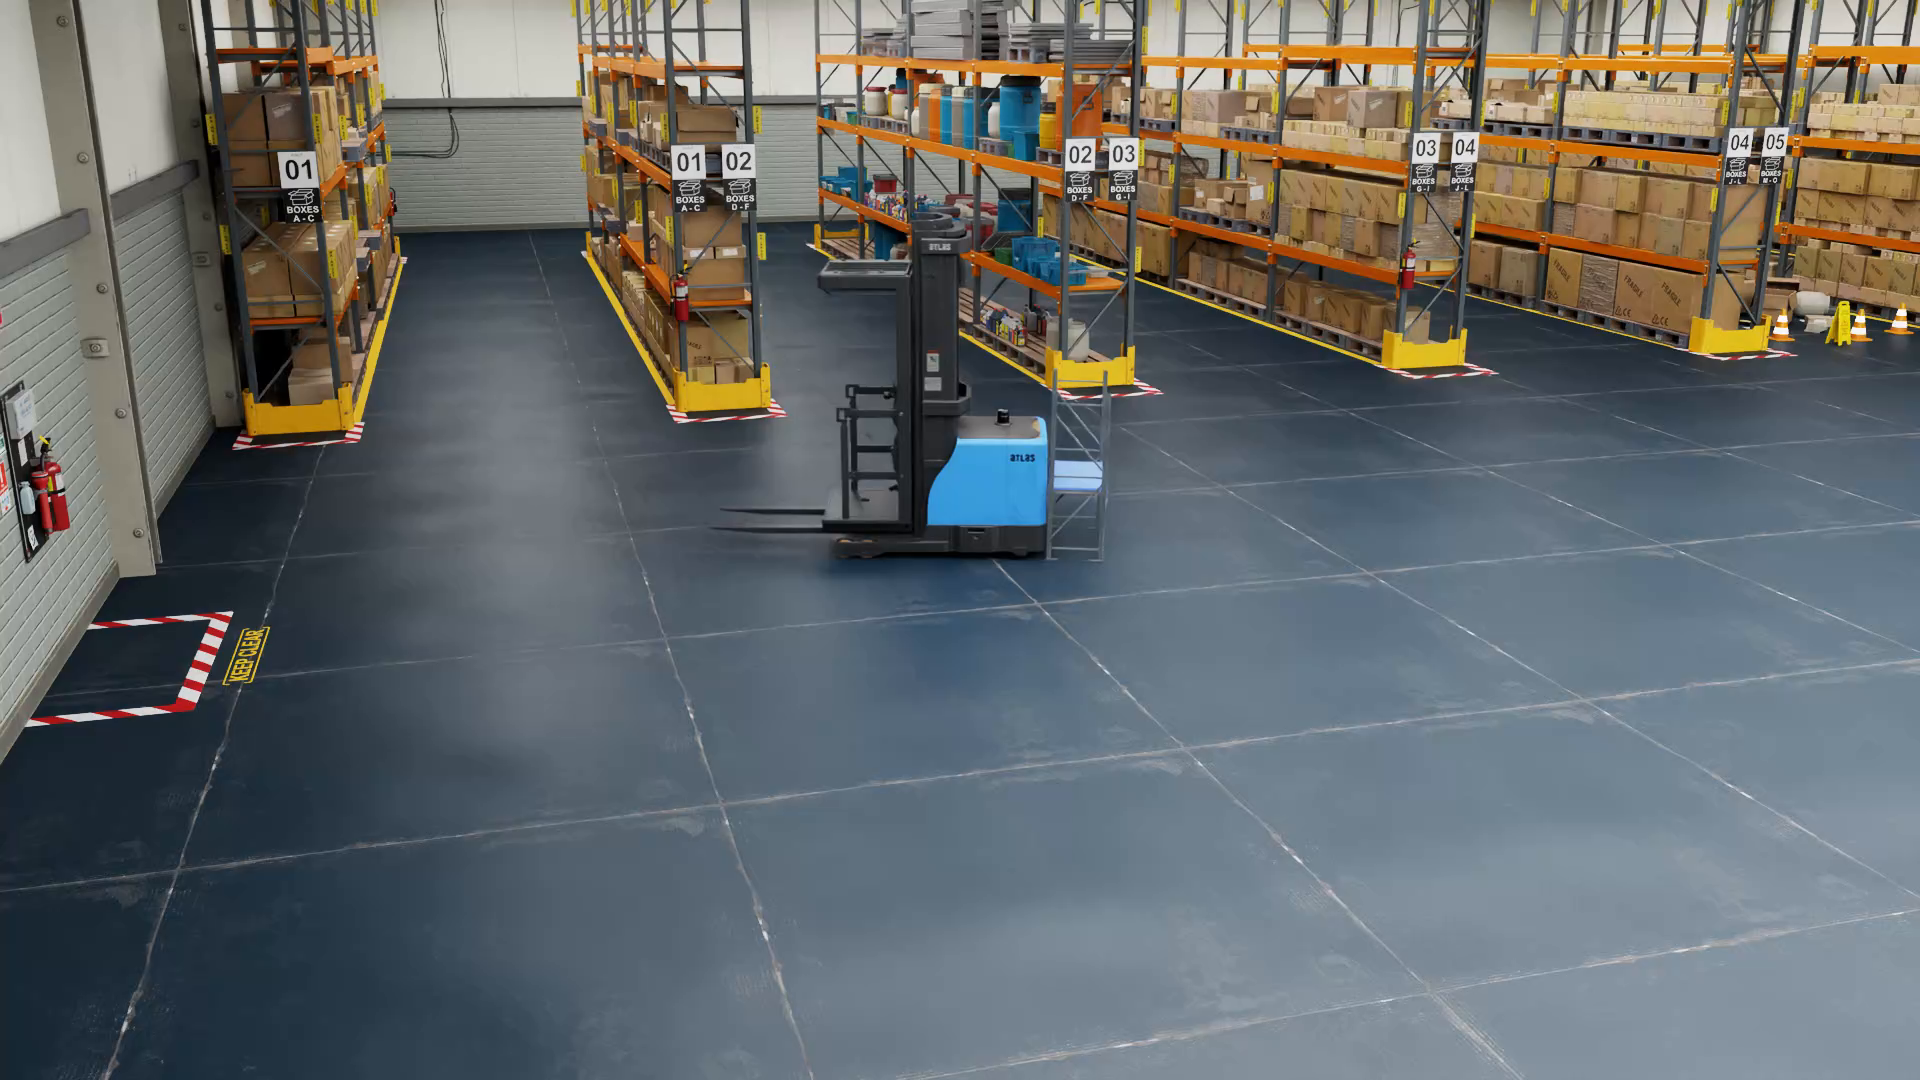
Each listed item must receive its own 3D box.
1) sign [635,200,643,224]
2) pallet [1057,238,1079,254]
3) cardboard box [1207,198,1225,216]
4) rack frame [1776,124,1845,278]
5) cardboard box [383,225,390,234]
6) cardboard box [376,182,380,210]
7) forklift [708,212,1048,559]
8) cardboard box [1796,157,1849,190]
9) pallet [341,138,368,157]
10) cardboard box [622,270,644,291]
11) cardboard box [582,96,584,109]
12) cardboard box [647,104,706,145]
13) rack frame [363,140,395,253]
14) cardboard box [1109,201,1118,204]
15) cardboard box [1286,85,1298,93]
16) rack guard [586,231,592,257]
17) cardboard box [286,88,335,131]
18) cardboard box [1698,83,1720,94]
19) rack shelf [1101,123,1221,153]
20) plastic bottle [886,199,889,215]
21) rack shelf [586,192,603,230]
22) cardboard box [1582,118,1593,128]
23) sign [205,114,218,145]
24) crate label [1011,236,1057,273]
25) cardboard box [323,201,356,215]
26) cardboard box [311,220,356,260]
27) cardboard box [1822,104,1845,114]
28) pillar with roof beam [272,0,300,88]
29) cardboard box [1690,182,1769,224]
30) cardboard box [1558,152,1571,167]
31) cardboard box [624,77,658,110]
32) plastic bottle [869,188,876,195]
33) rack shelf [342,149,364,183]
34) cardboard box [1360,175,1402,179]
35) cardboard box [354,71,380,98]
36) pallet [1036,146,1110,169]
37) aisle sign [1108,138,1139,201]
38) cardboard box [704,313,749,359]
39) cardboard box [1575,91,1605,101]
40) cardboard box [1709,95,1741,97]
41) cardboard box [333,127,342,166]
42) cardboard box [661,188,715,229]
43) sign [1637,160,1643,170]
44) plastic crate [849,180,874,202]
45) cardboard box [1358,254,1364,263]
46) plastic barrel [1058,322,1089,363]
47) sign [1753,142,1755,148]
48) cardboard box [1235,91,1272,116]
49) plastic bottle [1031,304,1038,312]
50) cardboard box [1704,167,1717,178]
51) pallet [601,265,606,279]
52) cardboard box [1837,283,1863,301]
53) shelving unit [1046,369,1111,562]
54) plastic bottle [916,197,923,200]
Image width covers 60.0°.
[{"bbox_3d":[-4.588,-4.685,23.759,0.100,0.325,0.005,-5,17,-15],"label":"sign"},{"bbox_3d":[2.786,-6.429,36.284,1.003,0.211,1.213,-5,17,-15],"label":"pallet"},{"bbox_3d":[4.597,-5.751,28.711,0.500,0.250,0.500,-5,17,-17],"label":"cardboard box"},{"bbox_3d":[14.986,-5.780,29.278,1.000,3.000,0.127,-5,17,-15],"label":"rack frame"},{"bbox_3d":[-11.558,-6.178,33.091,0.380,0.149,0.250,-4,17,-14],"label":"cardboard box"},{"bbox_3d":[-10.660,-6.127,29.707,0.500,0.500,0.500,-5,17,-16],"label":"cardboard box"},{"bbox_3d":[-0.730,-1.390,14.782,3.031,2.935,1.130,0,17,1],"label":"forklift"},{"bbox_3d":[14.898,-6.310,28.615,0.700,0.500,0.500,-5,17,-16],"label":"cardboard box"},{"bbox_3d":[-9.186,-5.634,23.905,1.213,0.211,1.003,-5,17,-15],"label":"pallet"},{"bbox_3d":[-5.306,-4.306,27.444,0.500,0.311,0.500,-4,17,-13],"label":"cardboard box"},{"bbox_3d":[-7.476,-8.975,34.093,0.500,0.250,0.500,-5,17,-15],"label":"cardboard box"},{"bbox_3d":[-3.737,-5.503,21.989,0.797,0.503,0.637,-3,17,-9],"label":"cardboard box"},{"bbox_3d":[-12.128,-7.141,33.809,1.000,3.000,0.127,-5,17,-15],"label":"rack frame"},{"bbox_3d":[3.284,-6.971,33.070,0.500,0.500,0.500,-5,17,-15],"label":"cardboard box"},{"bbox_3d":[7.237,-9.858,36.338,0.380,0.149,0.250,-5,17,-16],"label":"cardboard box"},{"bbox_3d":[-7.346,-6.316,35.406,1.175,0.500,0.348,-5,17,-15],"label":"rack guard"},{"bbox_3d":[-8.118,-5.383,20.796,0.500,0.500,0.500,-5,18,-17],"label":"cardboard box"},{"bbox_3d":[17.188,-10.254,37.832,0.500,0.250,0.500,-5,17,-15],"label":"cardboard box"},{"bbox_3d":[3.808,-7.748,31.867,1.077,0.370,4.000,-5,17,-15],"label":"rack shelf"},{"bbox_3d":[-1.327,-6.138,30.672,0.061,0.283,0.133,-5,17,-15],"label":"plastic bottle"},{"bbox_3d":[-6.817,-6.636,33.378,1.077,0.370,4.000,-5,17,-15],"label":"rack shelf"},{"bbox_3d":[10.167,-6.658,26.519,0.380,0.149,0.250,-5,17,-15],"label":"cardboard box"},{"bbox_3d":[-8.271,-4.538,18.389,0.100,0.325,0.005,-5,17,-15],"label":"sign"},{"bbox_3d":[1.028,-4.003,23.302,0.502,0.435,0.616,-5,17,-15],"label":"crate label"},{"bbox_3d":[-9.611,-4.905,25.427,0.700,0.500,0.500,-6,18,-20],"label":"cardboard box"},{"bbox_3d":[-8.403,-4.012,22.316,0.500,0.500,0.500,-5,17,-15],"label":"cardboard box"},{"bbox_3d":[14.858,-7.296,28.160,0.380,0.149,0.250,-4,17,-14],"label":"cardboard box"},{"bbox_3d":[-7.914,-9.373,30.813,9.100,9.000,0.400,-5,17,-15],"label":"pillar with roof beam"},{"bbox_3d":[11.289,-4.949,24.374,0.875,0.550,0.550,-5,17,-15],"label":"cardboard box"},{"bbox_3d":[12.933,-8.098,35.082,0.500,0.500,0.500,-5,17,-17],"label":"cardboard box"},{"bbox_3d":[-5.282,-7.405,27.563,0.500,0.500,0.500,-5,17,-15],"label":"cardboard box"},{"bbox_3d":[-1.707,-6.660,32.294,0.144,0.351,0.185,-5,17,-15],"label":"plastic bottle"},{"bbox_3d":[-9.380,-5.467,24.272,1.077,0.370,4.000,-5,17,-15],"label":"rack shelf"},{"bbox_3d":[6.255,-5.148,24.745,0.500,0.500,0.500,-5,17,-15],"label":"cardboard box"},{"bbox_3d":[-11.665,-8.933,32.614,0.500,0.500,0.500,-5,17,-15],"label":"cardboard box"},{"bbox_3d":[1.661,-5.081,22.066,1.003,0.211,1.213,-5,17,-15],"label":"pallet"},{"bbox_3d":[2.096,-4.747,21.320,0.394,0.787,0.004,-5,17,-15],"label":"aisle sign"},{"bbox_3d":[-3.042,-2.655,21.622,0.500,0.500,0.500,-5,17,-15],"label":"cardboard box"},{"bbox_3d":[10.098,-7.110,26.638,0.380,0.149,0.250,-5,17,-16],"label":"cardboard box"},{"bbox_3d":[11.360,-6.529,24.705,0.380,0.149,0.250,-5,17,-15],"label":"cardboard box"},{"bbox_3d":[-8.453,-5.195,21.908,0.500,0.500,0.500,-4,17,-14],"label":"cardboard box"},{"bbox_3d":[-3.664,-4.483,22.532,0.700,0.500,0.500,-5,17,-15],"label":"cardboard box"},{"bbox_3d":[13.354,-7.396,32.646,0.100,0.325,0.005,-5,17,-15],"label":"sign"},{"bbox_3d":[-1.960,-6.941,33.067,0.392,0.384,0.575,-5,17,-15],"label":"plastic crate"},{"bbox_3d":[6.011,-4.109,24.153,0.380,0.149,0.250,-5,17,-15],"label":"cardboard box"},{"bbox_3d":[1.540,-2.684,22.566,0.421,0.512,0.421,0,17,0],"label":"plastic barrel"},{"bbox_3d":[18.091,-8.986,37.938,0.100,0.325,0.005,-5,17,-15],"label":"sign"},{"bbox_3d":[5.002,-7.436,28.533,0.500,0.500,0.500,-4,17,-14],"label":"cardboard box"},{"bbox_3d":[1.149,-3.392,25.167,0.144,0.351,0.185,-5,17,-17],"label":"plastic bottle"},{"bbox_3d":[14.220,-6.706,30.941,0.500,0.500,0.500,-5,18,-17],"label":"cardboard box"},{"bbox_3d":[-6.455,-5.282,32.467,1.003,0.211,1.213,-5,17,-15],"label":"pallet"},{"bbox_3d":[15.194,-4.186,28.023,0.500,0.250,0.500,-5,17,-16],"label":"cardboard box"},{"bbox_3d":[1.054,-0.688,14.910,0.538,1.500,1.048,2,17,3],"label":"shelving unit"},{"bbox_3d":[-0.745,-6.333,31.335,0.152,0.276,0.135,-5,17,-15],"label":"plastic bottle"}]
